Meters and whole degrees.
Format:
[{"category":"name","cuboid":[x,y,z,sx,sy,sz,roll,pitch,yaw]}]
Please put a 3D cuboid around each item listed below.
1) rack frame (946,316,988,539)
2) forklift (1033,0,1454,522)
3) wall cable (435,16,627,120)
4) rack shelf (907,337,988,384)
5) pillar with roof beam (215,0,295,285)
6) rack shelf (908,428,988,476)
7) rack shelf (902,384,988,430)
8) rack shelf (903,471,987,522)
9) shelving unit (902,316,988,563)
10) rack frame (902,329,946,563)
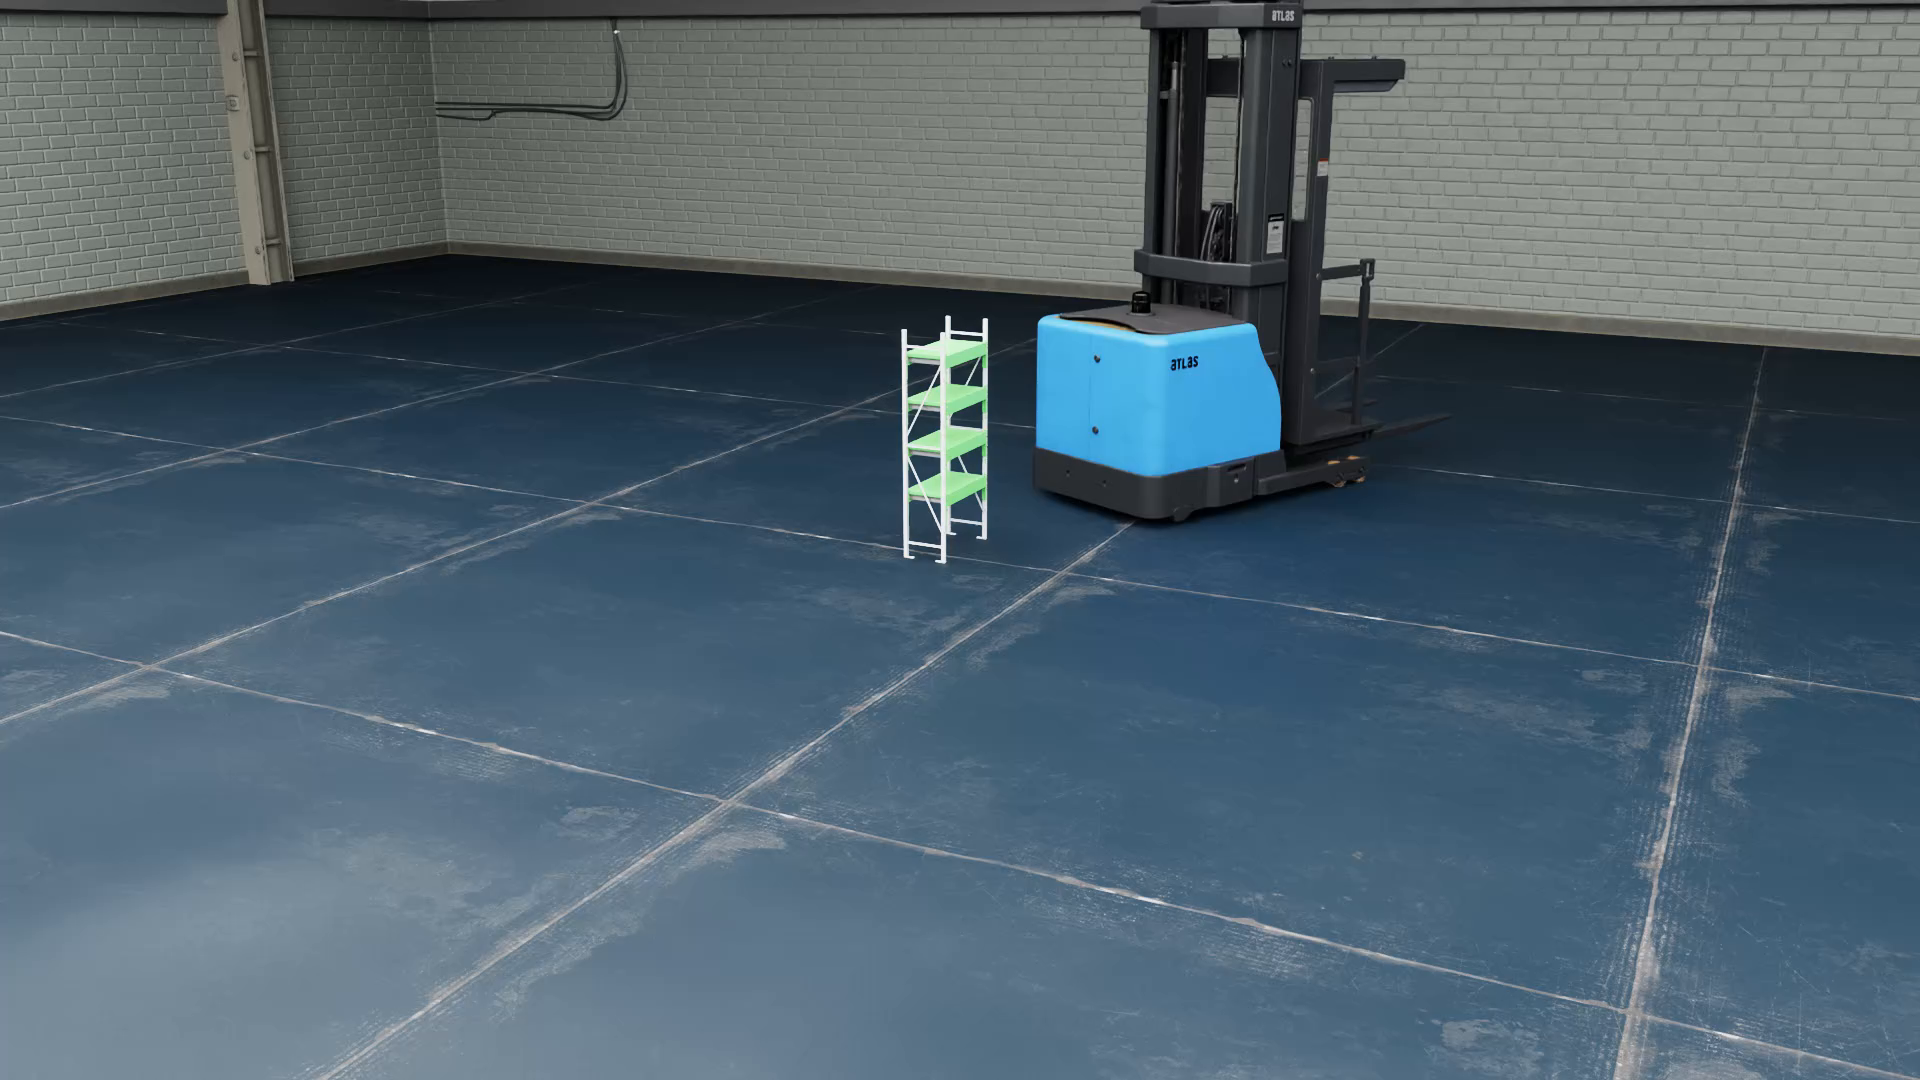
[{"category":"rack frame","cuboid":[0.035,-0.595,8.921,0.240,1.200,0.015,8,18,25]},{"category":"forklift","cuboid":[1.897,-1.826,10.025,3.031,2.935,1.130,-13,21,-37]},{"category":"wall cable","cuboid":[-5.322,-6.338,20.011,3.097,2.526,0.112,8,18,25]},{"category":"rack shelf","cuboid":[-0.074,-0.932,8.593,0.258,0.148,0.480,8,18,25]},{"category":"pillar with roof beam","cuboid":[-3.970,-6.696,15.765,9.100,9.000,0.400,8,18,25]},{"category":"rack shelf","cuboid":[-0.074,-0.472,8.730,0.258,0.148,0.480,8,18,25]},{"category":"rack shelf","cuboid":[-0.074,-0.702,8.661,0.258,0.148,0.480,8,18,25]},{"category":"rack shelf","cuboid":[-0.074,-0.242,8.798,0.258,0.148,0.480,8,18,25]},{"category":"shelving unit","cuboid":[-0.074,-0.533,8.712,0.258,1.200,0.503,8,18,25]},{"category":"rack frame","cuboid":[-0.183,-0.471,8.502,0.240,1.200,0.015,8,18,25]}]
